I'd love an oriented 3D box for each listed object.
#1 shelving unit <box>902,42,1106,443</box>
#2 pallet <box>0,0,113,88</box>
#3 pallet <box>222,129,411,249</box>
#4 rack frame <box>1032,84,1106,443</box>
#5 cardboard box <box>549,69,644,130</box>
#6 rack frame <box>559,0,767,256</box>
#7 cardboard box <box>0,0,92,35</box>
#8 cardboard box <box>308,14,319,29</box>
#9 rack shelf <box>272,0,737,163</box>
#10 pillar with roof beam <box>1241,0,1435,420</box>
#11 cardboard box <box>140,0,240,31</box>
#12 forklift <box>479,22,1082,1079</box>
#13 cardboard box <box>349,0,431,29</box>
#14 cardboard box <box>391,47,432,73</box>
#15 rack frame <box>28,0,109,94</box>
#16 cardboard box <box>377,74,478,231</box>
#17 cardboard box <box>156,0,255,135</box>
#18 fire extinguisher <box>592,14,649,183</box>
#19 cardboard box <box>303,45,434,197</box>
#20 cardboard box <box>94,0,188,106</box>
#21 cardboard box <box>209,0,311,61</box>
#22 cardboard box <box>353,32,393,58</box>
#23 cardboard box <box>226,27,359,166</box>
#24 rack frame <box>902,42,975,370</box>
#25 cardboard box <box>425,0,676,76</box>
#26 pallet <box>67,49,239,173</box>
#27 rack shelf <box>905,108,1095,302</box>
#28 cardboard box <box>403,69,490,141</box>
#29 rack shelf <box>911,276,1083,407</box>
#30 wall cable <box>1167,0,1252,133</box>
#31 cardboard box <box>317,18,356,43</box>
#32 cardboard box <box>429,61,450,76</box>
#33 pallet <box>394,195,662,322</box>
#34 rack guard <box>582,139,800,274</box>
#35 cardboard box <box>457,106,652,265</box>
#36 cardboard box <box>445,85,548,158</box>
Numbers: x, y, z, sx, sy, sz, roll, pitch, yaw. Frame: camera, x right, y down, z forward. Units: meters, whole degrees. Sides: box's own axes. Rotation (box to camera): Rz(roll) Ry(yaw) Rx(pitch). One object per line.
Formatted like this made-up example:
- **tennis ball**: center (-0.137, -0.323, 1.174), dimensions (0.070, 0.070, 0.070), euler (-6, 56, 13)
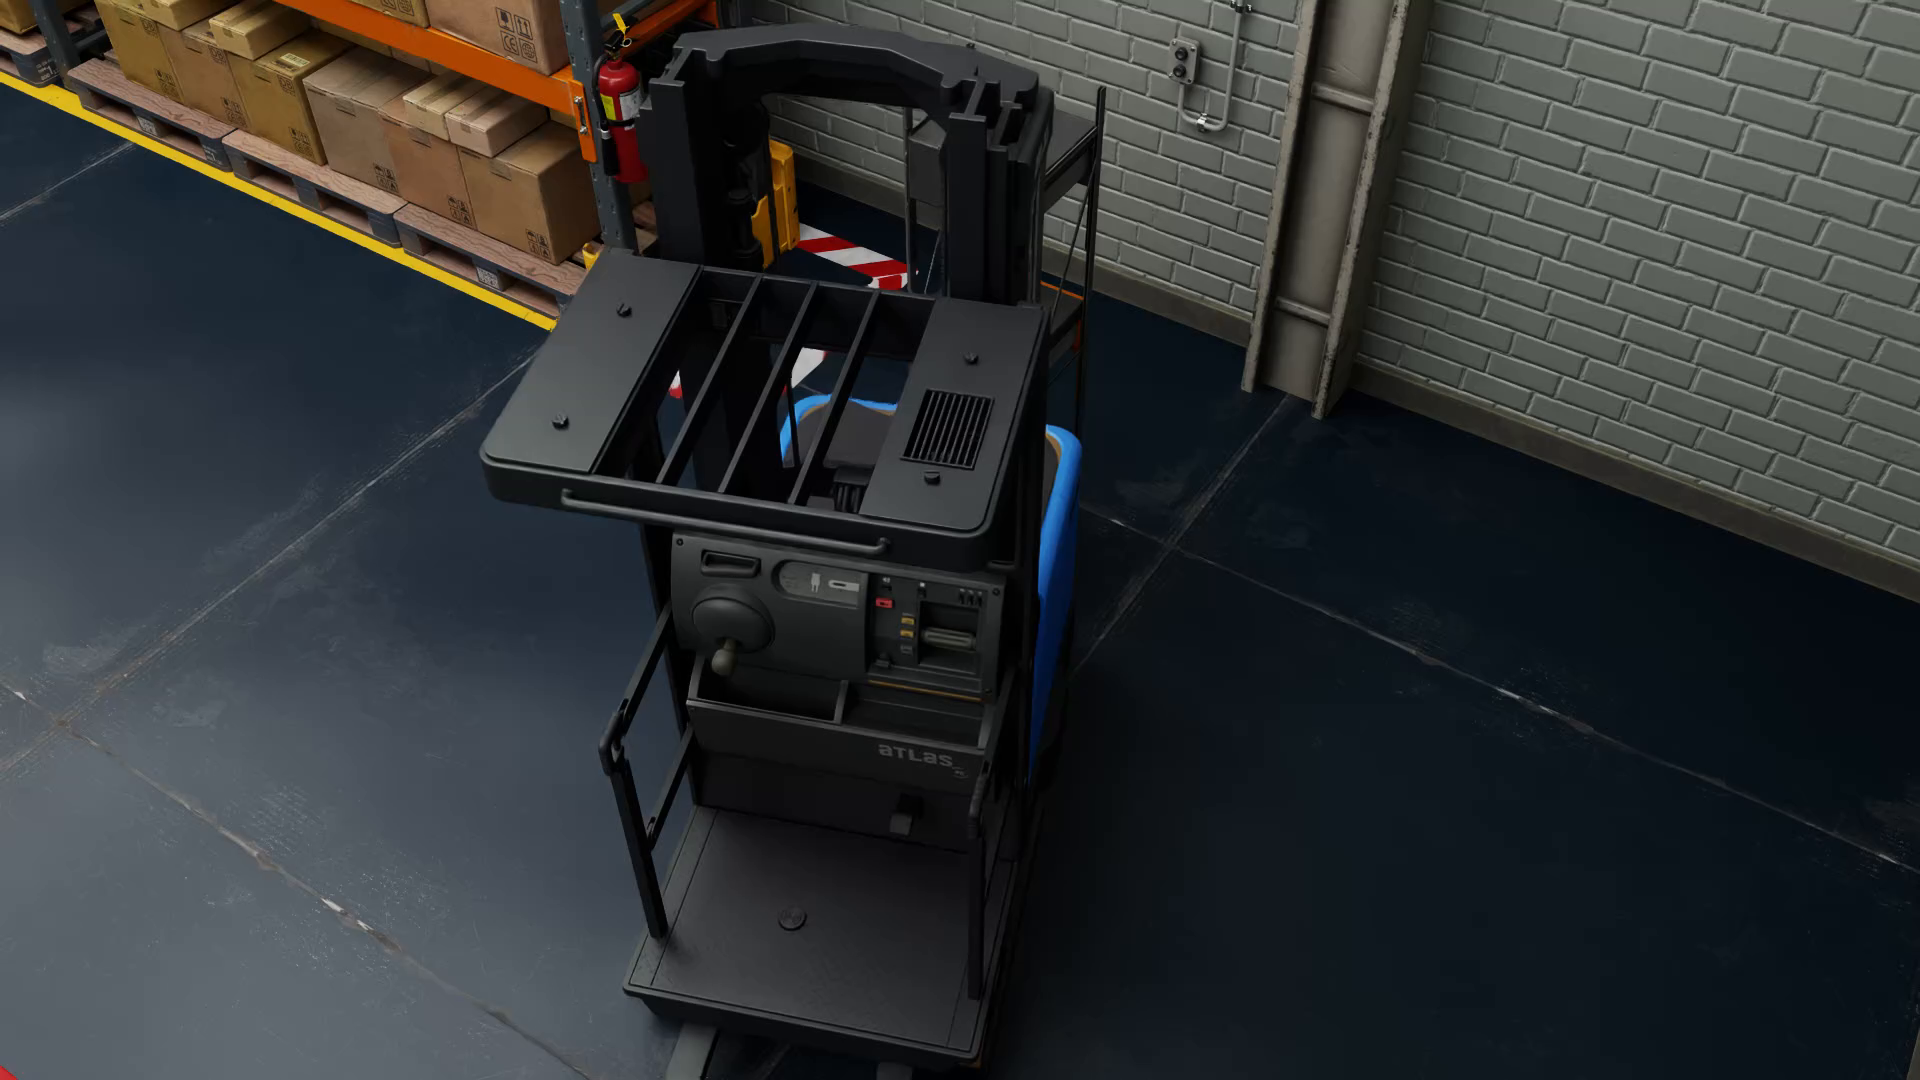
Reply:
- **shelving unit**: center (0.139, -0.668, 5.935), dimensions (0.503, 2.100, 0.431), euler (25, 51, 22)
- **pallet**: center (-5.299, -3.089, 9.605), dimensions (1.213, 0.211, 1.003), euler (25, 51, 22)
- **pallet**: center (-2.980, -2.023, 8.568), dimensions (1.213, 0.211, 1.003), euler (25, 51, 22)
- **rack frame**: center (0.345, -0.573, 5.843), dimensions (0.015, 2.100, 0.400), euler (25, 51, 22)
- **cardboard box**: center (-1.672, -2.044, 7.642), dimensions (0.250, 0.149, 0.380), euler (25, 51, 22)
- **rack frame**: center (-1.242, -2.259, 6.854), dimensions (0.127, 3.000, 1.000), euler (25, 51, 22)
- **cardboard box**: center (-5.226, -3.378, 9.147), dimensions (0.750, 0.750, 0.750), euler (25, 51, 23)
- **cardboard box**: center (-3.170, -2.731, 8.310), dimensions (0.250, 0.149, 0.380), euler (25, 51, 22)
- **rack shelf**: center (-2.925, -2.783, 7.864), dimensions (4.000, 0.370, 1.077), euler (25, 51, 22)
- **pillar with roof beam**: center (-0.826, -1.228, 1.669), dimensions (0.400, 9.000, 9.100), euler (25, 51, 22)
- **cardboard box**: center (-3.845, -2.715, 8.295), dimensions (0.250, 0.149, 0.380), euler (26, 51, 23)
- **forklift**: center (-0.383, 0.311, 4.404), dimensions (1.130, 2.935, 3.031), euler (9, 46, 8)
- **cardboard box**: center (-2.295, -2.830, 7.199), dimensions (0.700, 0.700, 0.980), euler (24, 51, 22)
- **cardboard box**: center (-2.523, -2.434, 8.022), dimensions (0.250, 0.149, 0.380), euler (25, 51, 23)
- **rack frame**: center (-4.609, -3.808, 8.359), dimensions (0.127, 3.000, 1.000), euler (25, 51, 22)
- **cardboard box**: center (-2.306, -1.939, 7.993), dimensions (0.500, 0.500, 0.700), euler (25, 51, 22)
- **cardboard box**: center (-3.613, -2.535, 8.572), dimensions (0.500, 0.500, 0.700), euler (24, 51, 22)
- **fire extinguisher**: center (-1.364, -1.765, 6.688), dimensions (0.183, 0.674, 0.296), euler (25, 51, 22)
- **cardboard box**: center (-2.730, -2.133, 8.181), dimensions (0.500, 0.500, 0.700), euler (23, 50, 21)
- **cardboard box**: center (-4.034, -2.732, 8.763), dimensions (0.500, 0.500, 0.700), euler (25, 51, 23)
- **cardboard box**: center (-3.405, -2.513, 8.098), dimensions (0.250, 0.149, 0.380), euler (23, 50, 21)
- **cardboard box**: center (-2.740, -2.533, 8.118), dimensions (0.250, 0.149, 0.380), euler (25, 51, 22)
- **cardboard box**: center (-3.183, -2.335, 8.378), dimensions (0.500, 0.500, 0.700), euler (26, 51, 23)
- **rack frame**: center (-0.066, -0.762, 6.026), dimensions (0.015, 2.100, 0.400), euler (25, 51, 22)
- **cardboard box**: center (-1.676, -2.555, 6.932), dimensions (0.700, 0.700, 0.980), euler (27, 52, 24)
- **pallet**: center (-4.011, -2.495, 9.027), dimensions (1.213, 0.211, 1.003), euler (25, 51, 22)
- **rack shelf**: center (0.139, -1.146, 5.442), dimensions (0.480, 0.518, 0.431), euler (25, 51, 22)
- **cardboard box**: center (-2.307, -2.009, 7.609), dimensions (0.250, 0.149, 0.380), euler (26, 51, 23)
- **rack shelf**: center (0.139, -0.658, 5.944), dimensions (0.480, 0.518, 0.431), euler (25, 51, 22)
- **wall cable**: center (0.347, -2.689, 6.563), dimensions (1.851, 1.984, 0.084), euler (25, 51, 22)
- **cardboard box**: center (-2.953, -2.632, 8.214), dimensions (0.250, 0.149, 0.380), euler (24, 50, 21)
- **cardboard box**: center (-2.309, -2.336, 7.927), dimensions (0.250, 0.149, 0.380), euler (25, 51, 22)
- **pallet**: center (-1.957, -1.550, 8.109), dimensions (1.213, 0.211, 1.003), euler (25, 51, 22)
- **rack guard**: center (-1.221, -1.379, 7.741), dimensions (0.348, 0.500, 1.175), euler (25, 51, 22)
- **cardboard box**: center (-1.885, -1.745, 7.804), dimensions (0.500, 0.500, 0.700), euler (25, 51, 22)
- **cardboard box**: center (-2.091, -1.911, 7.513), dimensions (0.250, 0.149, 0.380), euler (24, 51, 22)
